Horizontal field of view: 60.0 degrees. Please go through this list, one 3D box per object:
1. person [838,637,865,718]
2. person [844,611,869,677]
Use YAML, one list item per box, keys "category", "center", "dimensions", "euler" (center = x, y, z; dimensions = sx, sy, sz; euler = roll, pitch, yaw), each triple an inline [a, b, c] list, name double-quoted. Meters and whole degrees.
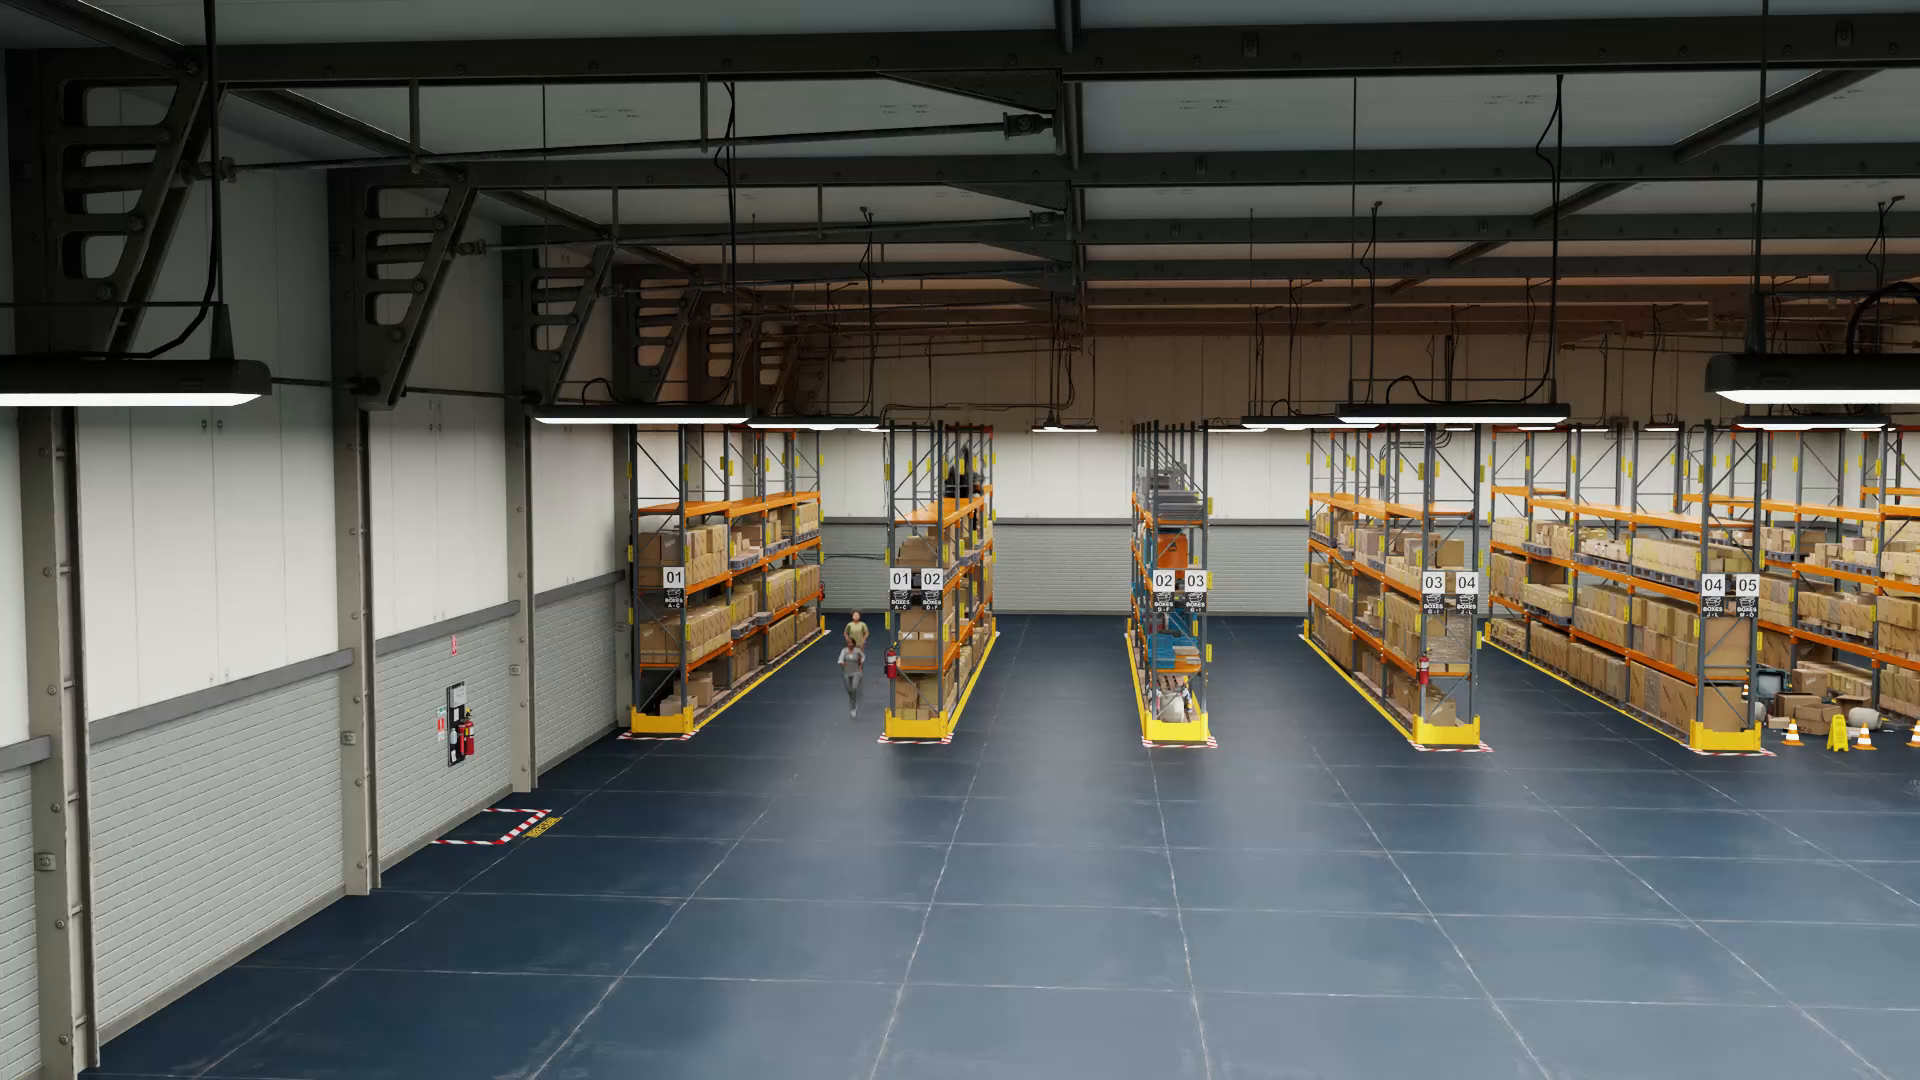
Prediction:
- category: "person"
  center: [-2.219, 2.788, 33.982]
  dimensions: [0.512, 1.638, 0.807]
  euler: [1, 4, 8]
- category: "person"
  center: [-2.416, 2.458, 38.722]
  dimensions: [0.577, 1.620, 0.563]
  euler: [0, 4, -4]
